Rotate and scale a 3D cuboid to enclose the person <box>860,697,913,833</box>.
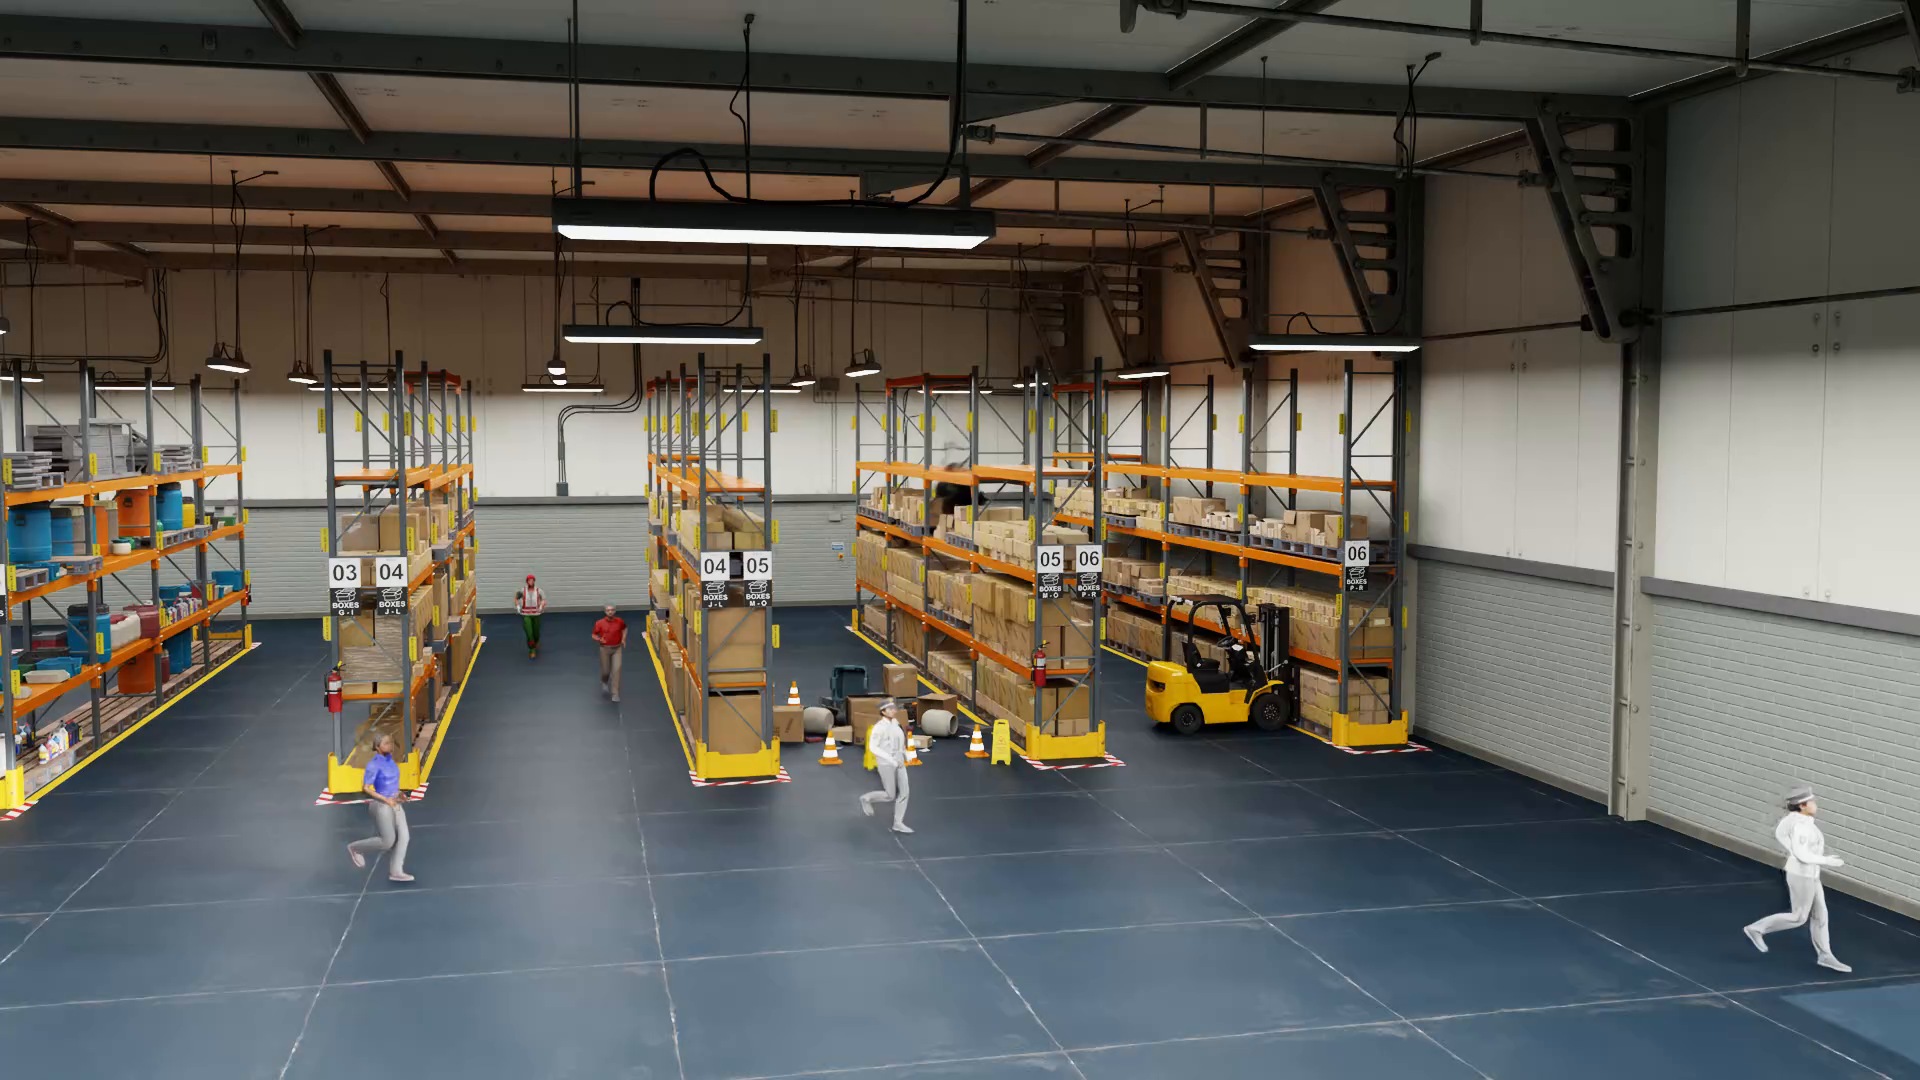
[{"bbox_3d":[-0.876,2.755,20.536,0.758,1.662,0.633,3,5,37],"label":"person"}]

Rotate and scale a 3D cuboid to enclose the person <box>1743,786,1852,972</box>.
[{"bbox_3d":[7.720,3.093,15.289,0.901,1.686,0.616,2,4,26],"label":"person"}]

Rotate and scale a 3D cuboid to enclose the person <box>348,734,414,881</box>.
[{"bbox_3d":[-6.330,2.926,18.241,0.737,1.619,0.577,1,4,12],"label":"person"}]

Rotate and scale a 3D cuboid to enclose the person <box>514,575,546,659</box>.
[{"bbox_3d":[-9.259,1.631,35.862,0.667,1.781,0.894,-1,4,-19],"label":"person"}]

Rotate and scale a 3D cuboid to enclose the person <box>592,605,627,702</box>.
[{"bbox_3d":[-6.352,2.039,30.240,0.664,1.720,0.954,-1,4,-19],"label":"person"}]
